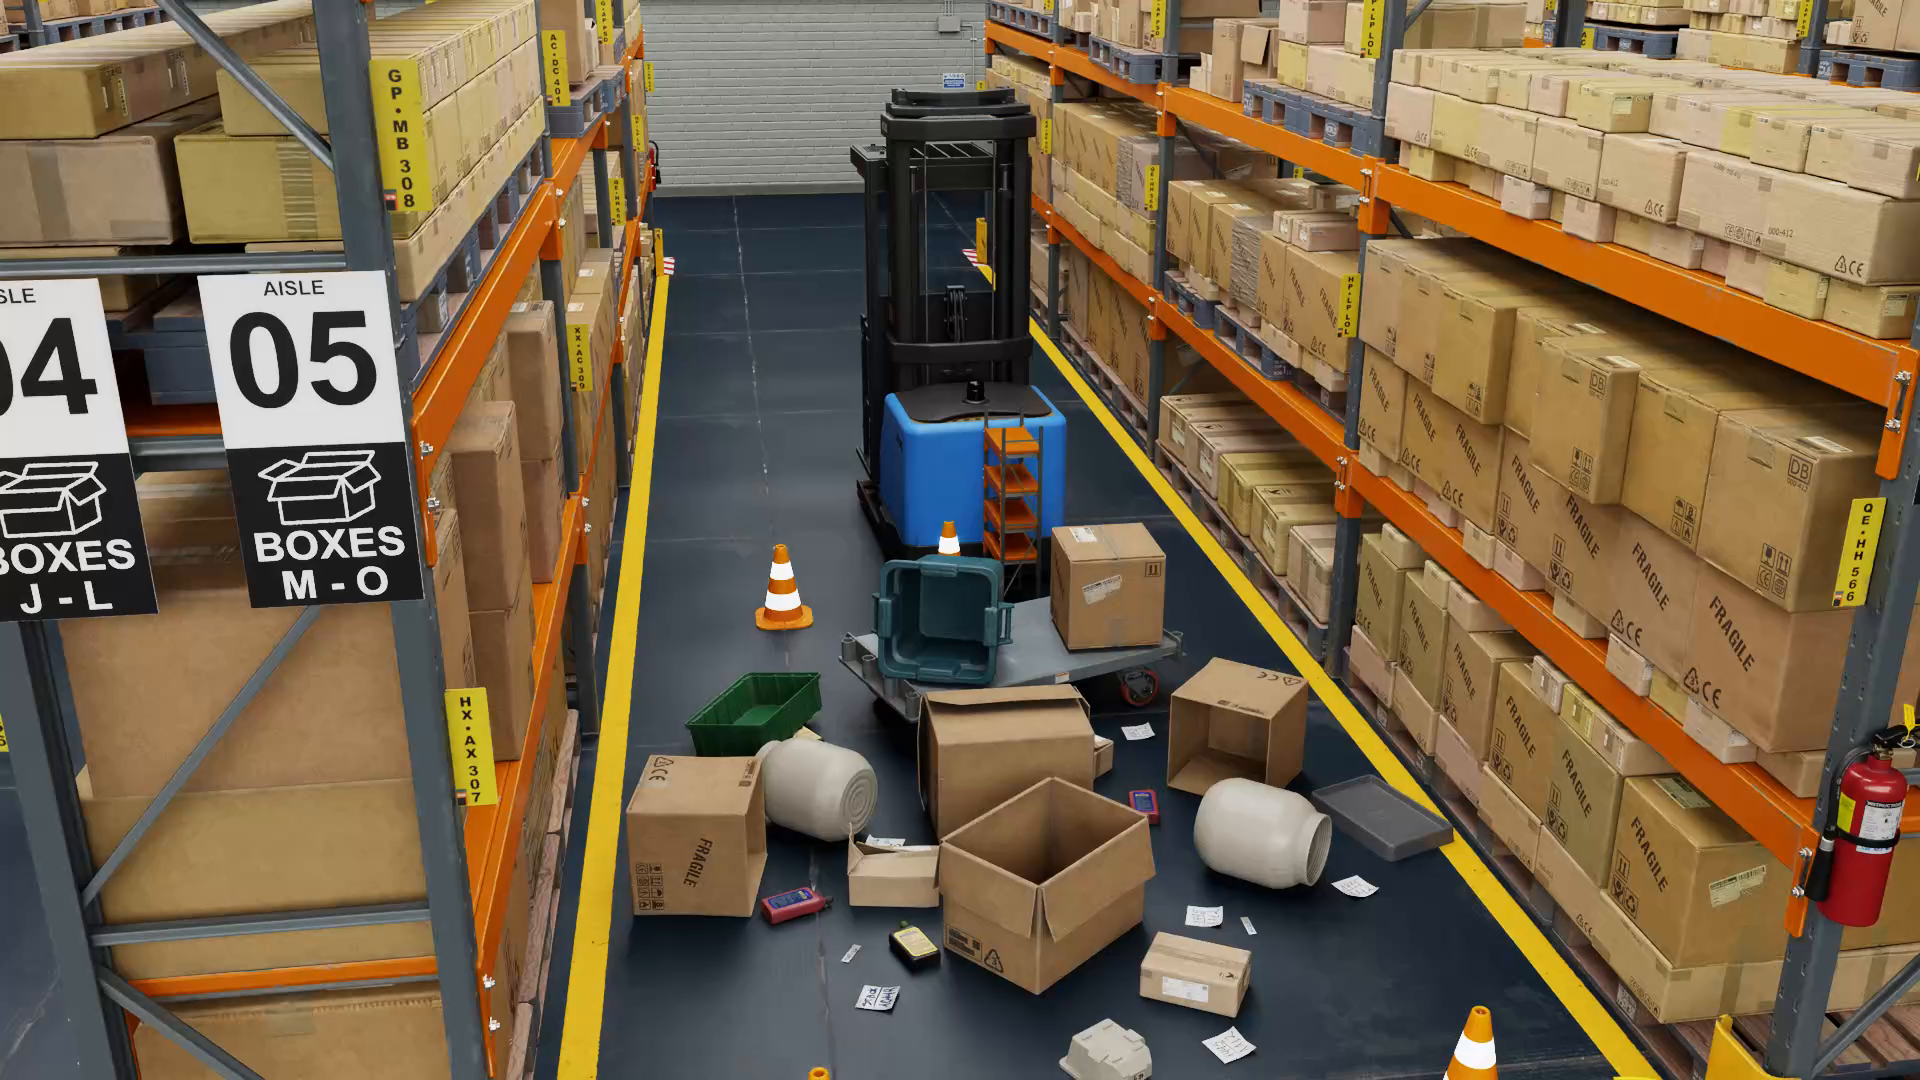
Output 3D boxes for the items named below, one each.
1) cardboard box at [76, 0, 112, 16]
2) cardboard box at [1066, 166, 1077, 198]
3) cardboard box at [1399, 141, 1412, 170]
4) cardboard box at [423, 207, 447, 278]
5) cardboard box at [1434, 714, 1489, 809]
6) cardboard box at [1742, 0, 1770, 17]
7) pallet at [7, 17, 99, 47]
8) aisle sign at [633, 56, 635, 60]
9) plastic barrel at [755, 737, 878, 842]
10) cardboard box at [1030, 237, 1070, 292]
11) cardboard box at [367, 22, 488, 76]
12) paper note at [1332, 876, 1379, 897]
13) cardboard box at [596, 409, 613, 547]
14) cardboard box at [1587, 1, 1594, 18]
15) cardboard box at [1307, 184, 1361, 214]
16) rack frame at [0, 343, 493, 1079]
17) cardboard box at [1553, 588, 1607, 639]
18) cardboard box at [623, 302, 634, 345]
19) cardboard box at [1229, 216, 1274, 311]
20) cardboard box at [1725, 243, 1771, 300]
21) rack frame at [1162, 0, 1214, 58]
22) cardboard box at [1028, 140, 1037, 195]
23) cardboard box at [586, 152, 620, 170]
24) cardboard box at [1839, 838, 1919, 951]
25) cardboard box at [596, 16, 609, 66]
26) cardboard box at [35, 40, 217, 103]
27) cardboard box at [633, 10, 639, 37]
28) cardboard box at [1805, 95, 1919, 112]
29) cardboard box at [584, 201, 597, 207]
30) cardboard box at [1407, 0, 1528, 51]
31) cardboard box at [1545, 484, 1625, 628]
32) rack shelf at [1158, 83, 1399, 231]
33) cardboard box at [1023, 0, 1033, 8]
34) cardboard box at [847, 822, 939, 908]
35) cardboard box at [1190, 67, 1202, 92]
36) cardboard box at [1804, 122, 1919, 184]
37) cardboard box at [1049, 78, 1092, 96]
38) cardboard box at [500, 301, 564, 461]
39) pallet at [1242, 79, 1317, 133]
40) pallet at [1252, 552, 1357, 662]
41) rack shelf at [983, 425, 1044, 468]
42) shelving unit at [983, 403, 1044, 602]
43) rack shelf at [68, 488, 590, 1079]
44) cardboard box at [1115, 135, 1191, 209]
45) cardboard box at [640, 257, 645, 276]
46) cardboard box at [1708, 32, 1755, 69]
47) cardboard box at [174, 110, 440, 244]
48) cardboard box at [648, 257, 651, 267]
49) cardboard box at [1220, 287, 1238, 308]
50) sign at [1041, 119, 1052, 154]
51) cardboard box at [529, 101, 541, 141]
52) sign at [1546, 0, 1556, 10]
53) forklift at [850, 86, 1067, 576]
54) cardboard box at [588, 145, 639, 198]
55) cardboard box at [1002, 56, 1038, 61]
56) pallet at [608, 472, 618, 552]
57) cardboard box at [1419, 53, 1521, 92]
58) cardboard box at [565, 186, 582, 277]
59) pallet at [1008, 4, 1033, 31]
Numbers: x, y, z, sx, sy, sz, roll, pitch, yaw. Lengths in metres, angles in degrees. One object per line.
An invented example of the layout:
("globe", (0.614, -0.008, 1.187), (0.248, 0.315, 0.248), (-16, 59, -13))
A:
("cardboard box", (-8.611, -5.287, 15.912), (0.700, 0.500, 0.500), (-2, 21, -5))
("cardboard box", (1.263, -3.267, 15.176), (0.500, 0.250, 0.500), (-3, 21, -7))
("cardboard box", (2.330, -1.845, 7.941), (0.380, 0.149, 0.250), (-3, 21, -9))
("cardboard box", (-1.547, -0.764, 4.302), (0.380, 0.149, 0.250), (-3, 21, -7))
("cardboard box", (2.514, 0.998, 7.586), (0.500, 0.250, 0.500), (-3, 21, -8))
("cardboard box", (6.500, -4.267, 13.285), (0.380, 0.149, 0.250), (-4, 21, -10))
("pallet", (-8.538, -4.596, 15.075), (1.003, 0.211, 1.213), (-3, 21, -8))
("aisle sign", (-3.798, -5.807, 18.762), (0.394, 0.787, 0.004), (-3, 21, -8))
("plastic barrel", (-0.673, 1.128, 7.591), (0.512, 0.421, 0.421), (12, 24, 30))
("cardboard box", (1.262, -2.978, 17.964), (0.875, 0.438, 0.875), (-4, 21, -9))
("cardboard box", (-1.730, -1.574, 5.333), (0.380, 0.149, 0.250), (-3, 21, -7))
("paper note", (1.708, 1.493, 7.176), (0.142, 0.019, 0.148), (-11, 23, -26))
("cardboard box", (-2.803, -0.404, 10.626), (1.050, 0.750, 0.750), (-3, 21, -7))
("cardboard box", (6.073, -4.934, 15.468), (0.380, 0.149, 0.250), (-3, 21, -7))
("cardboard box", (2.468, -2.198, 10.720), (0.380, 0.149, 0.250), (-4, 21, -10))
("rack frame", (-1.778, 0.991, 4.277), (1.000, 3.000, 0.127), (-3, 21, -8))
("cardboard box", (2.587, 0.266, 6.577), (0.380, 0.149, 0.250), (-3, 21, -8))
("cardboard box", (-2.923, -1.755, 13.528), (0.500, 0.250, 0.500), (-3, 21, -7))
("cardboard box", (2.018, -1.742, 10.425), (0.500, 0.500, 0.500), (-4, 21, -10))
("cardboard box", (2.705, -0.869, 5.328), (0.380, 0.149, 0.250), (-2, 21, -6))
("rack frame", (1.953, -4.874, 11.405), (1.000, 3.000, 0.127), (-3, 21, -8))
("cardboard box", (0.977, -3.821, 17.017), (0.500, 0.500, 0.500), (-3, 21, -9))
("cardboard box", (-3.257, -3.393, 14.921), (0.380, 0.149, 0.250), (-2, 21, -5))
("cardboard box", (3.259, 1.145, 6.122), (0.500, 0.500, 0.500), (-4, 21, -10))
("cardboard box", (-2.750, -3.442, 11.716), (0.500, 0.500, 0.500), (-3, 21, -8))
("cardboard box", (-2.273, -1.278, 4.541), (0.380, 0.149, 0.250), (-3, 21, -7))
("cardboard box", (-3.522, -5.208, 16.800), (0.500, 0.250, 0.500), (-2, 21, -5))
("cardboard box", (3.137, -1.436, 5.706), (0.380, 0.149, 0.250), (-3, 21, -8))
("cardboard box", (-2.847, -2.400, 12.262), (0.380, 0.149, 0.250), (-3, 21, -9))
("cardboard box", (2.760, -2.839, 9.144), (0.500, 0.250, 0.500), (-3, 21, -9))
("cardboard box", (2.619, -0.001, 6.364), (0.500, 0.500, 0.500), (-3, 21, -8))
("rack shelf", (2.241, -2.440, 10.202), (1.077, 0.370, 4.000), (-3, 21, -8))
("cardboard box", (0.942, -5.824, 17.349), (0.500, 0.500, 0.500), (-3, 21, -7))
("cardboard box", (-0.284, 1.389, 7.118), (0.396, 0.266, 0.258), (1, 20, 2))
("cardboard box", (1.830, -3.234, 11.659), (0.380, 0.149, 0.250), (-3, 21, -8))
("cardboard box", (2.766, -1.149, 4.936), (0.380, 0.149, 0.250), (-3, 21, -7))
("cardboard box", (1.086, -4.455, 16.359), (0.380, 0.149, 0.250), (-2, 21, -6))
("cardboard box", (-2.141, -0.656, 6.929), (0.875, 0.550, 0.550), (-3, 21, -8))
("pallet", (2.393, -2.574, 9.803), (1.213, 0.211, 1.003), (-3, 21, -8))
("pallet", (2.416, 0.358, 9.956), (1.003, 0.211, 1.213), (-3, 21, -8))
("rack shelf", (0.311, -0.537, 9.815), (0.258, 0.148, 0.480), (-4, 21, -10))
("shelving unit", (0.311, -0.169, 9.953), (0.258, 1.200, 0.503), (-4, 21, -10))
("rack shelf", (-2.066, 0.635, 6.257), (1.077, 0.370, 4.000), (-3, 21, -8))
("cardboard box", (1.537, -2.922, 13.181), (0.500, 0.500, 0.500), (-3, 21, -7))
("cardboard box", (-3.435, -2.799, 17.046), (0.380, 0.149, 0.250), (-2, 21, -7))
("cardboard box", (6.477, -3.990, 13.539), (0.500, 0.250, 0.500), (-3, 21, -8))
("cardboard box", (-1.593, -0.907, 4.117), (0.500, 0.250, 0.500), (-3, 21, -8))
("cardboard box", (-3.562, -3.023, 18.072), (0.380, 0.149, 0.250), (-3, 21, -7))
("cardboard box", (1.948, -1.649, 11.102), (0.380, 0.149, 0.250), (-2, 21, -5))
("sign", (0.827, -3.863, 15.921), (0.100, 0.325, 0.005), (-3, 21, -8))
("cardboard box", (-1.949, -1.728, 6.885), (0.380, 0.149, 0.250), (-3, 21, -7))
("sign", (5.752, -5.318, 16.141), (0.100, 0.325, 0.005), (-3, 21, -8))
("forklift", (-0.125, -1.589, 11.281), (1.130, 2.935, 3.031), (-4, 21, -11))
("cardboard box", (-3.330, -3.535, 15.824), (0.500, 0.500, 0.500), (-3, 21, -9))
("cardboard box", (0.685, -5.429, 18.965), (0.380, 0.149, 0.250), (-2, 21, -6))
("pallet", (-2.892, -0.196, 11.440), (1.003, 0.211, 1.213), (-3, 21, -8))
("cardboard box", (2.318, -2.126, 7.553), (0.380, 0.149, 0.250), (-2, 21, -6))
("cardboard box", (-2.802, -1.963, 10.614), (0.700, 0.500, 0.500), (-3, 21, -9))
("pallet", (1.096, -5.518, 17.542), (1.003, 0.211, 1.213), (-3, 21, -8))
